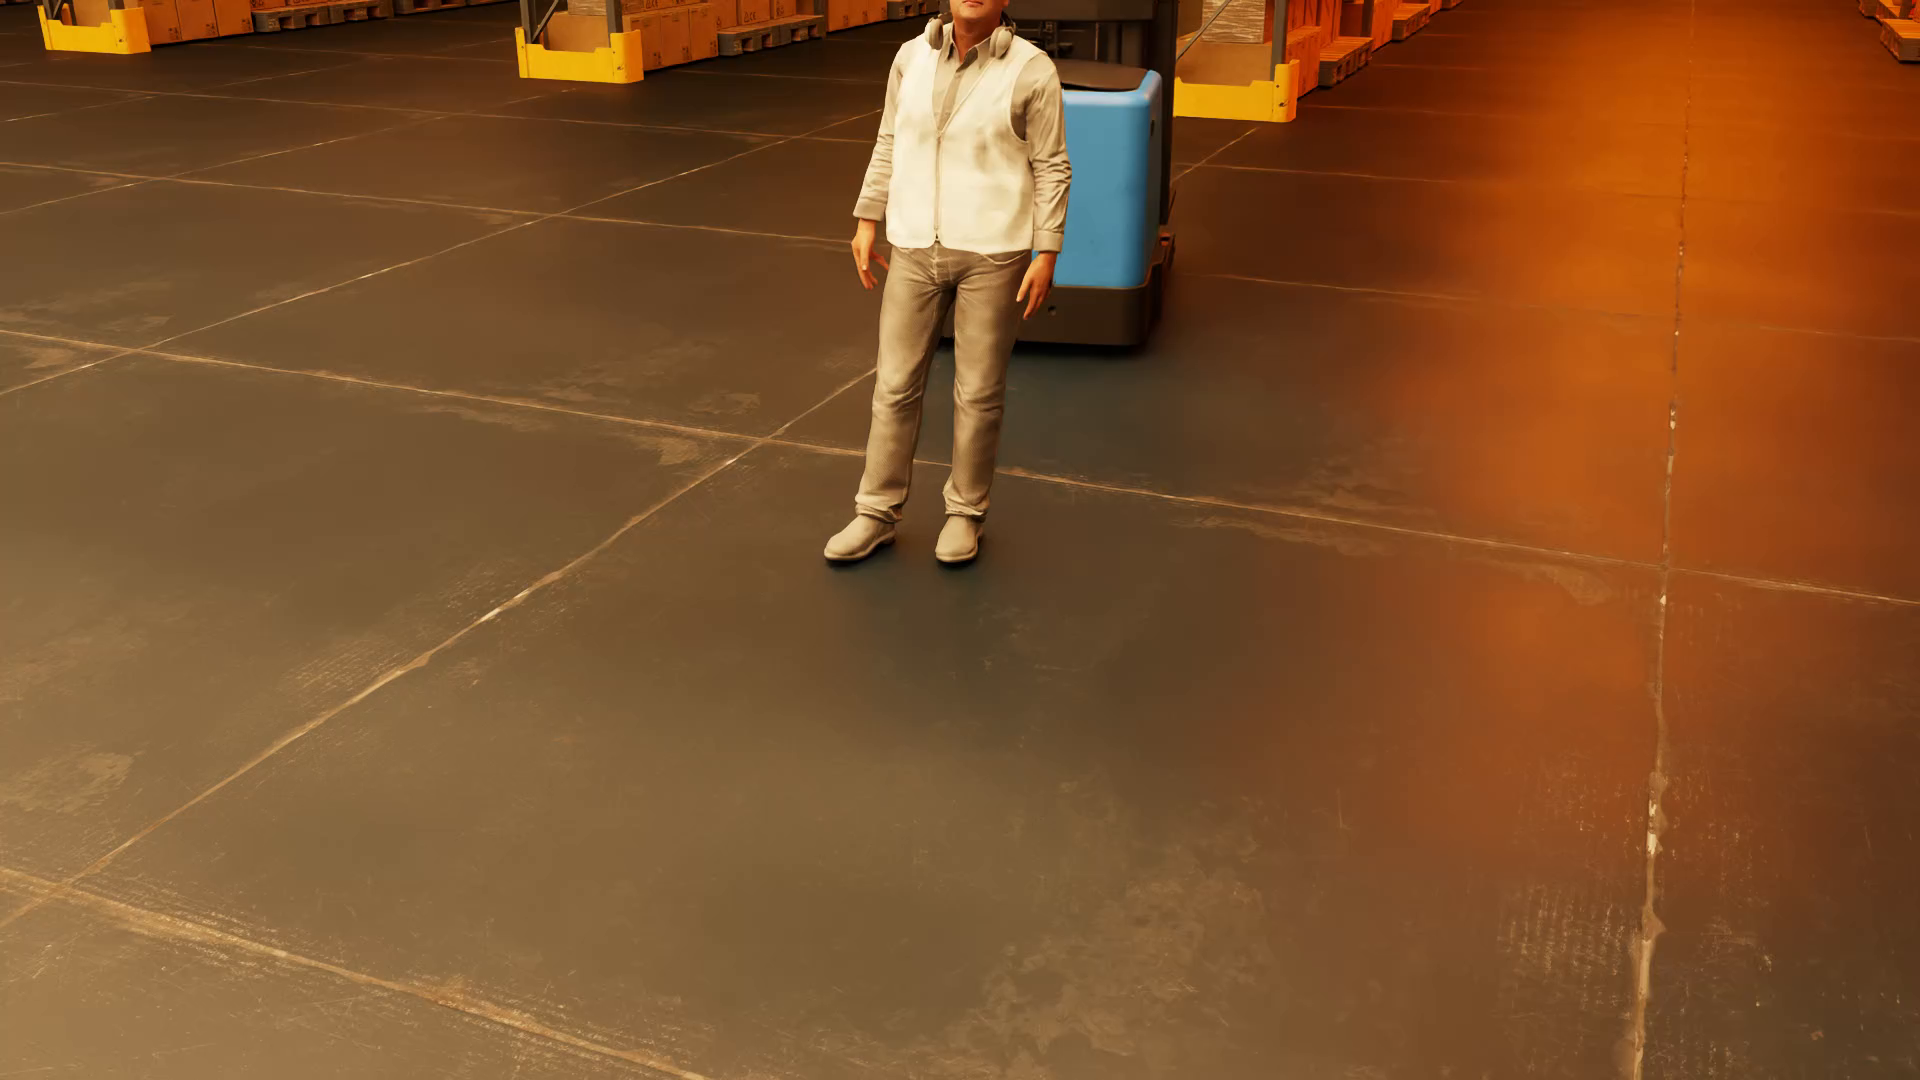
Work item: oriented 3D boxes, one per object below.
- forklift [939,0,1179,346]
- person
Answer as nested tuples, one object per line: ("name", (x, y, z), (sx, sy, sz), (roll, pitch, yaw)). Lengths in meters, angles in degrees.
("forklift", (0.488, -2.683, 7.712), (1.130, 2.935, 3.031), (4, 23, 9))
("person", (-0.031, -0.804, 4.697), (0.634, 1.775, 0.566), (9, 24, 21))
